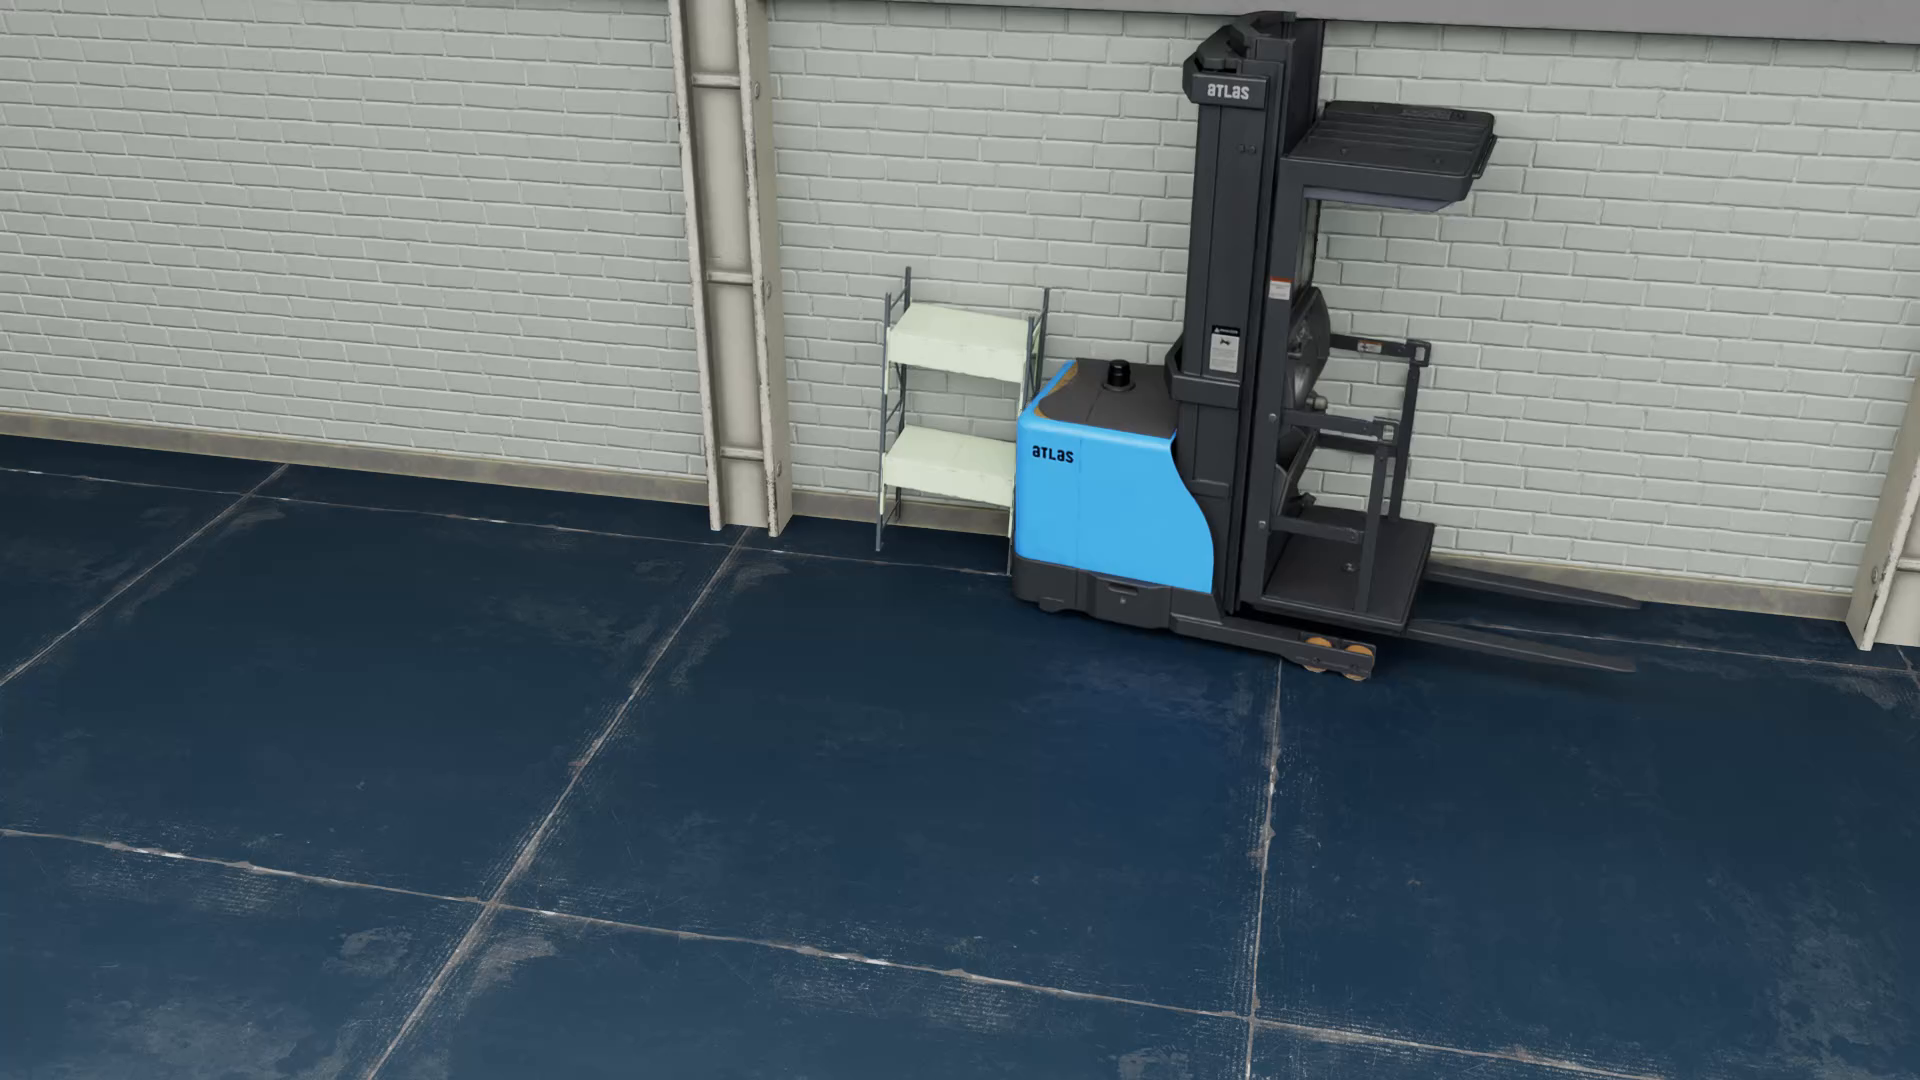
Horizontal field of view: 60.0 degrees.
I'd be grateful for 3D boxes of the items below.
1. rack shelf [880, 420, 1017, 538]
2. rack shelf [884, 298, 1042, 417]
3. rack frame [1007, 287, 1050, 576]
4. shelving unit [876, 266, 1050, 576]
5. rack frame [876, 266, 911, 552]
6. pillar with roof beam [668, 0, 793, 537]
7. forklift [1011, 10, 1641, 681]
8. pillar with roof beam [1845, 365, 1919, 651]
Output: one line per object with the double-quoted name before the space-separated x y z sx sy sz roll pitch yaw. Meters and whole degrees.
"rack shelf" -0.019 -0.333 8.909 0.720 0.370 0.431 10 32 11
"rack shelf" 0.022 -0.943 8.536 0.720 0.370 0.431 10 32 11
"rack frame" 0.353 -0.545 8.672 0.023 1.500 0.400 10 32 11
"shelving unit" 0.000 -0.611 8.739 0.755 1.500 0.431 10 32 11
"rack frame" -0.354 -0.676 8.807 0.023 1.500 0.400 10 32 11
"pillar with roof beam" -2.077 -2.036 3.598 0.400 9.000 9.100 6 29 11
"forklift" 1.836 -0.899 7.840 3.031 2.935 1.130 11 30 19
"pillar with roof beam" 3.791 -1.434 2.499 0.400 9.000 9.100 6 29 11
